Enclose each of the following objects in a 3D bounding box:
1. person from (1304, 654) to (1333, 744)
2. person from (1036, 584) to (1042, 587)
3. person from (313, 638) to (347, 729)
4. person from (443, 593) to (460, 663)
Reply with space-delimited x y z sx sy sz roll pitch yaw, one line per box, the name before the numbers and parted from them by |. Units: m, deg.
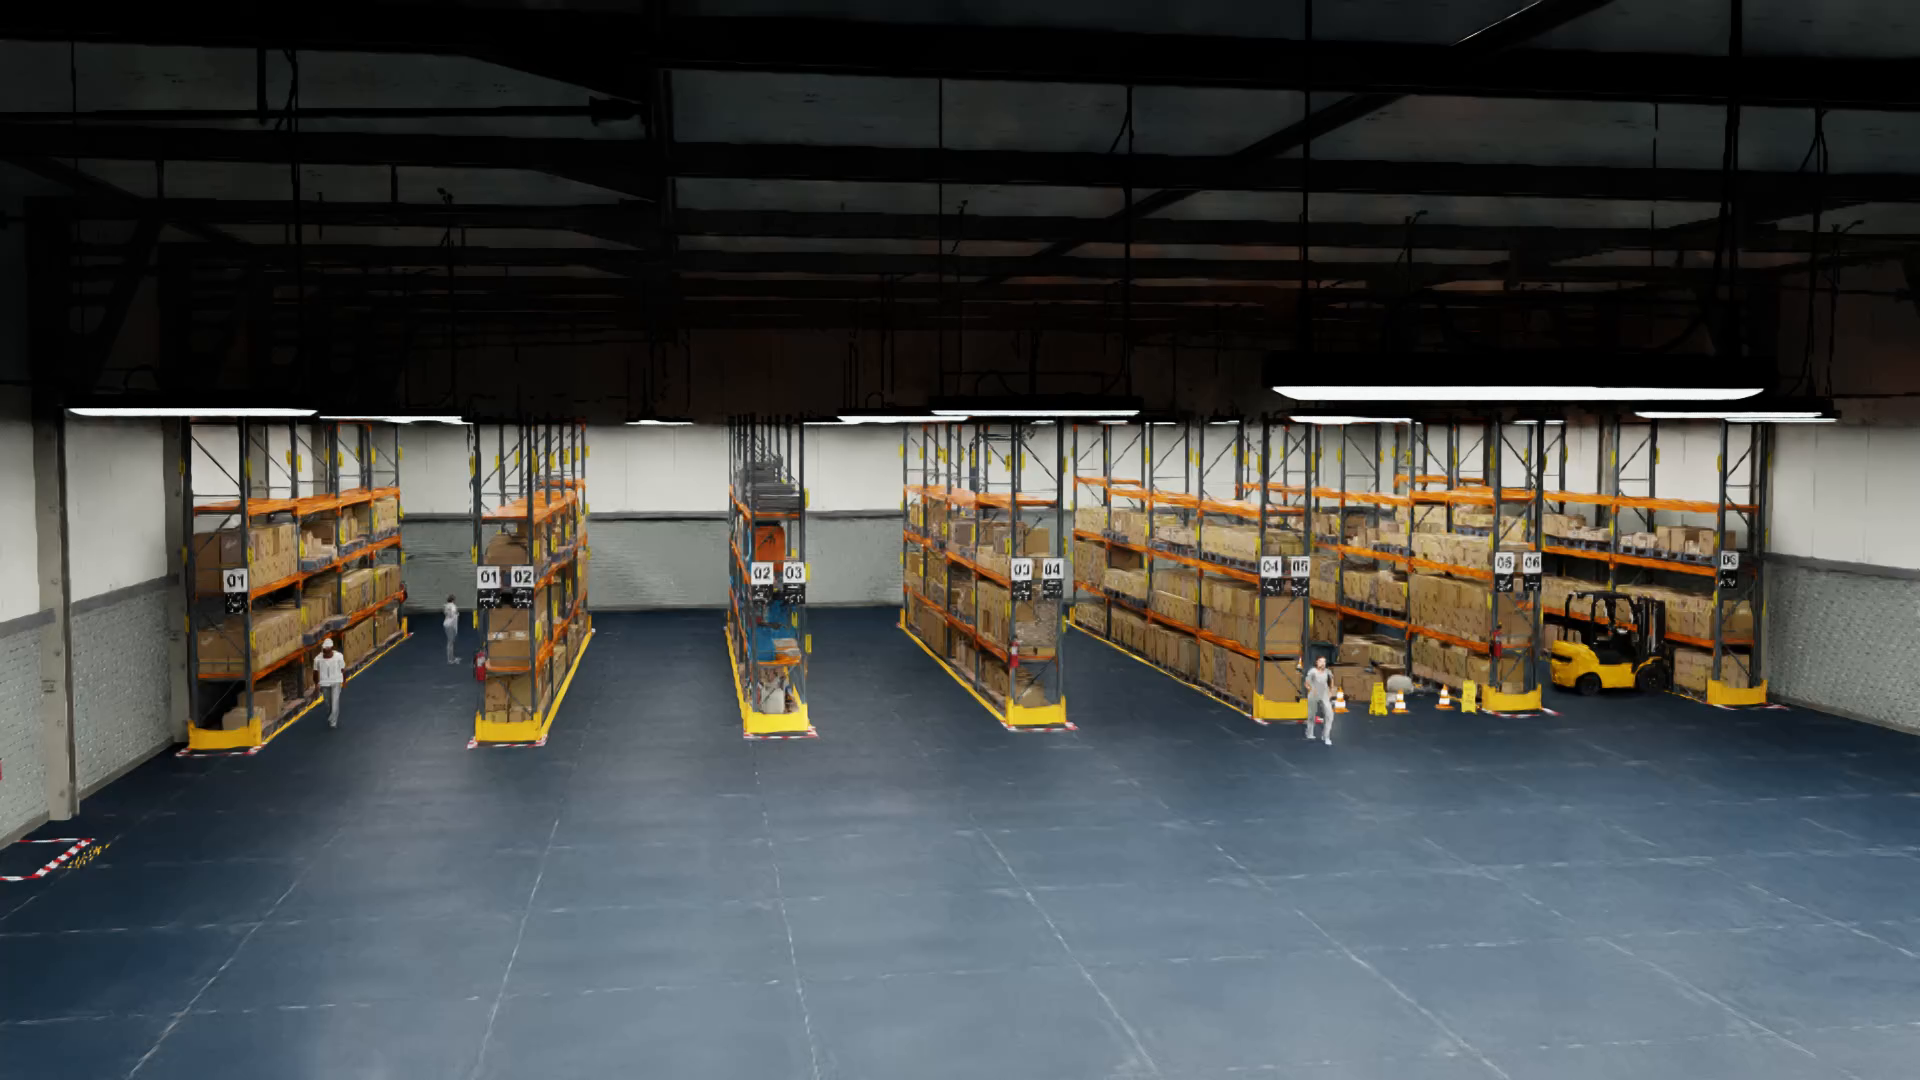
person | 6.531 2.862 30.237 0.595 1.606 0.796 0 4 -4
person | 2.168 1.497 50.301 0.639 1.632 0.498 -1 4 -10
person | -12.031 2.704 31.709 0.577 1.670 1.121 -1 4 -7
person | -12.346 2.124 40.467 0.416 1.676 0.537 -3 5 -40
